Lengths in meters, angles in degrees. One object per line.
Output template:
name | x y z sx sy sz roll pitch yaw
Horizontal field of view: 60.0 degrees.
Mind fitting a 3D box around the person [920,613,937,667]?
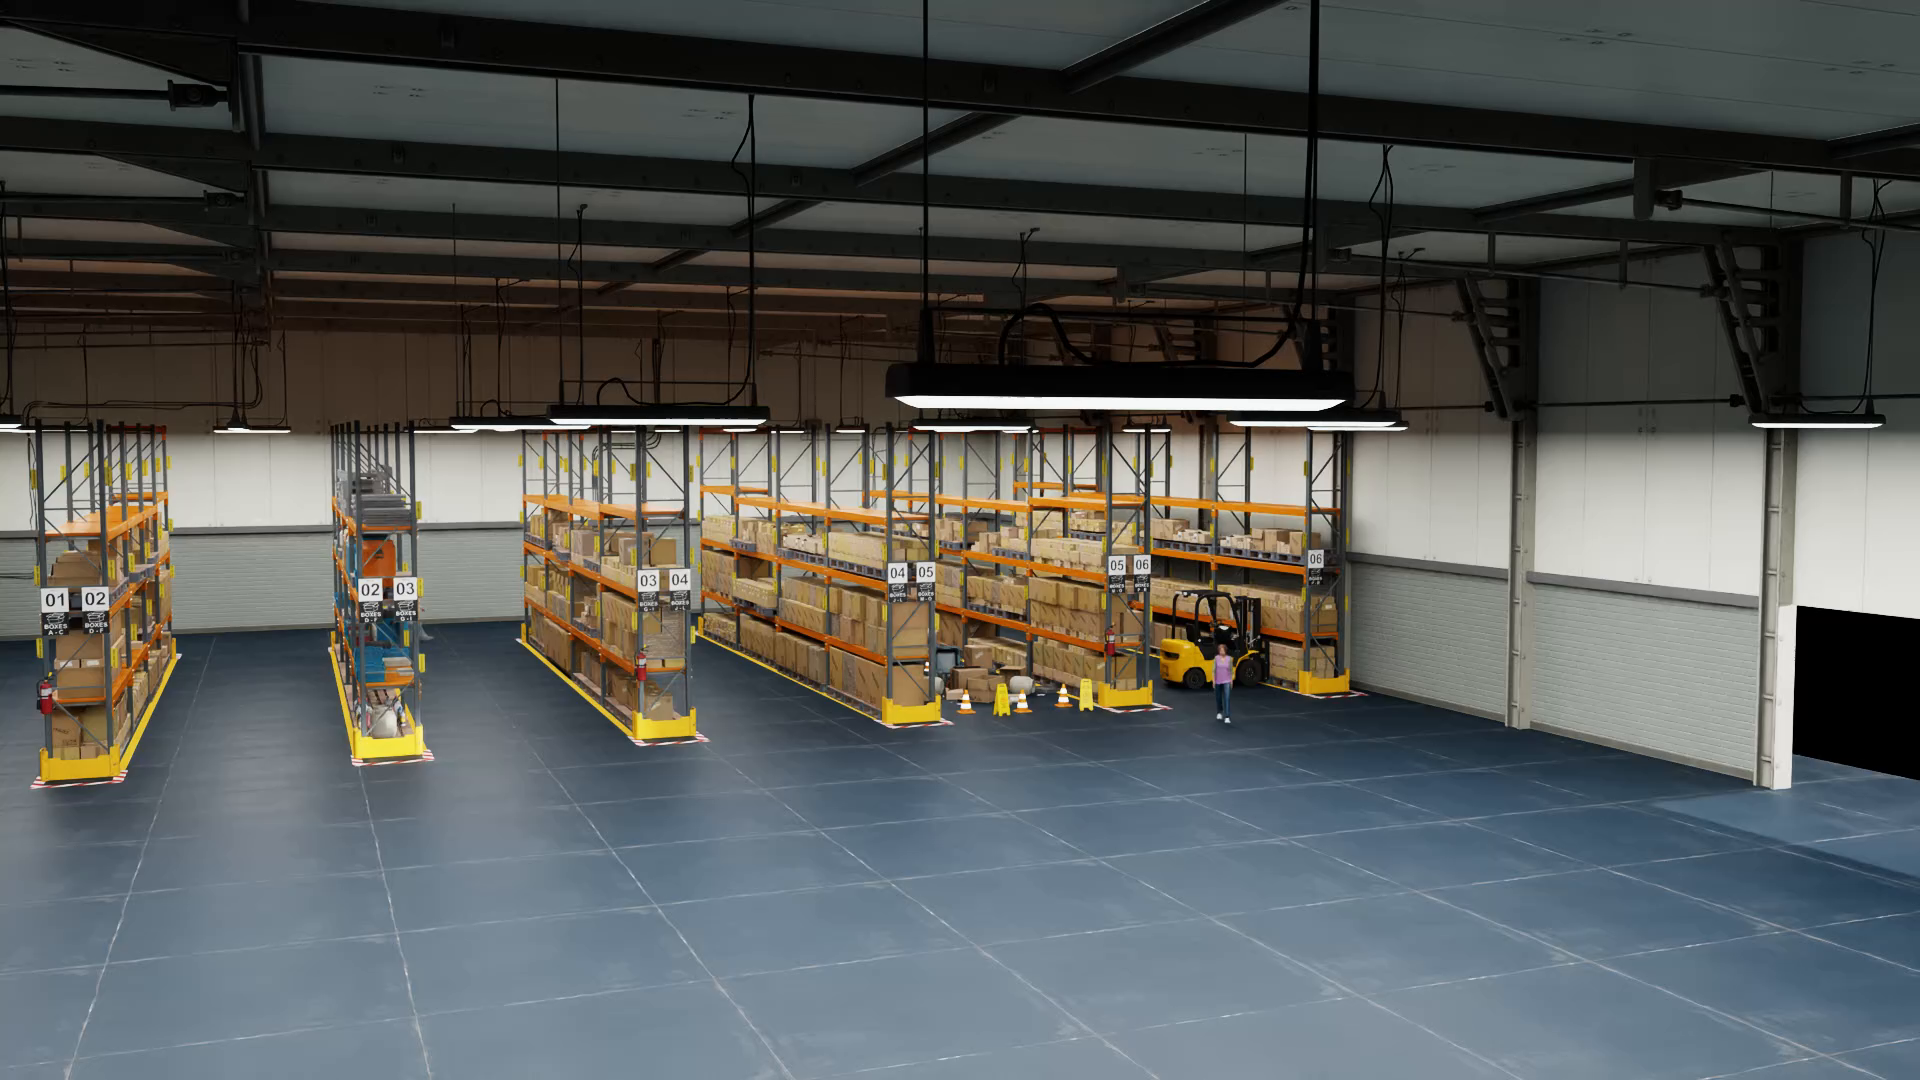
person | -0.755 2.346 40.908 0.489 1.722 0.687 -2 4 -34

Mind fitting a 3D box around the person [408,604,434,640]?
person | -15.237 1.956 46.268 1.099 1.687 0.522 -2 4 -25

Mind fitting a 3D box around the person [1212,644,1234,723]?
person | 5.252 2.874 33.242 0.416 1.516 0.803 1 4 19
